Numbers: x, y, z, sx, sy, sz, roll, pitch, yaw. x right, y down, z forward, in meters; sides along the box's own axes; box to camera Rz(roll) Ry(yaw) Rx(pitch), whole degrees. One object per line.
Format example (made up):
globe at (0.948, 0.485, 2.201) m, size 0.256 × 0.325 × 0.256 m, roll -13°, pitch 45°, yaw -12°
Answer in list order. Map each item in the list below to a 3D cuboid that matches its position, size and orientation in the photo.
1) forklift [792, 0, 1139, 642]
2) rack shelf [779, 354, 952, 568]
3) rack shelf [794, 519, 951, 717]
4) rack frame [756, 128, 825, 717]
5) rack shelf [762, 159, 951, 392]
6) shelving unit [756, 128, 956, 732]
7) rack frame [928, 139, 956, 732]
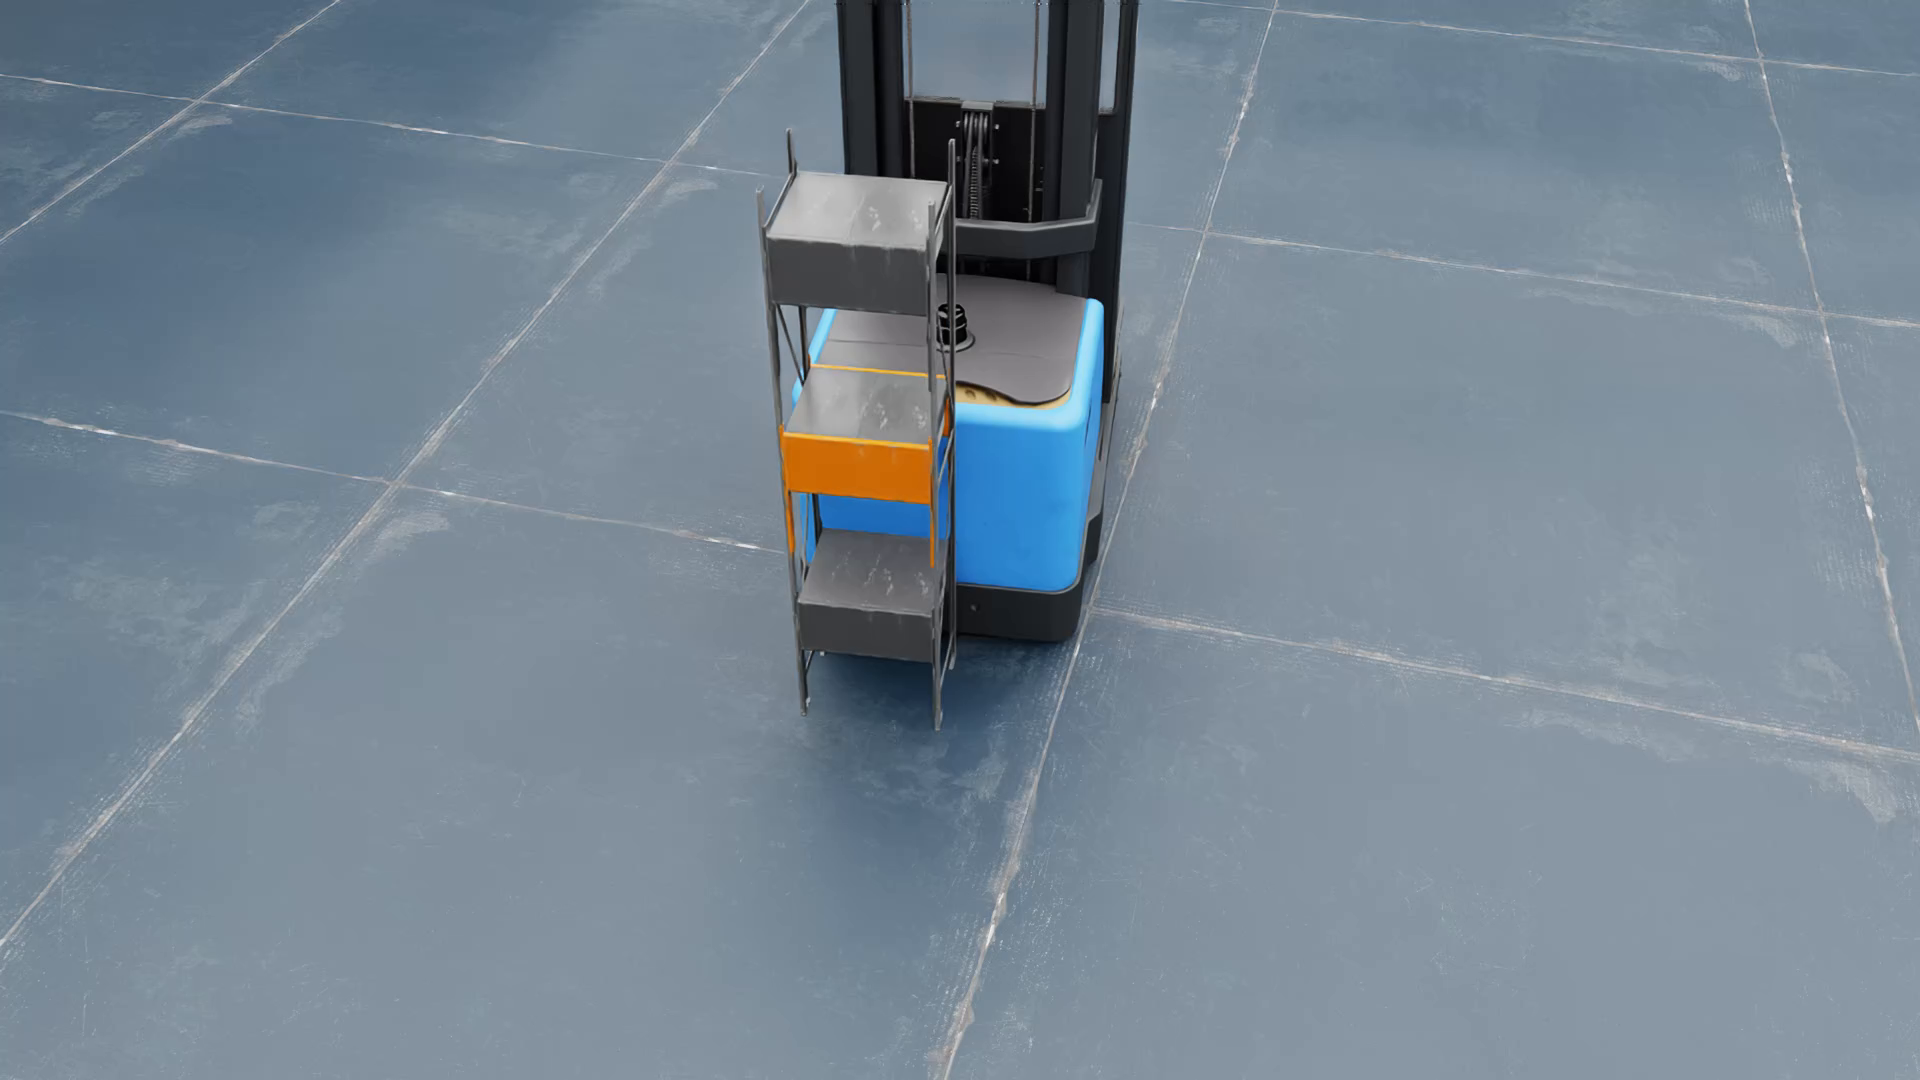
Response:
forklift at (0.136, -1.693, 6.487) m, size 1.130 × 2.935 × 3.031 m, roll 6°, pitch 40°, yaw 7°
rack shelf at (-0.293, -0.260, 5.449) m, size 0.480 × 0.518 × 0.431 m, roll 6°, pitch 40°, yaw 7°
rack shelf at (-0.293, 0.276, 5.899) m, size 0.480 × 0.518 × 0.431 m, roll 6°, pitch 40°, yaw 7°
rack frame at (-0.534, -0.295, 5.468) m, size 0.015 × 2.100 × 0.400 m, roll 6°, pitch 40°, yaw 7°
rack shelf at (-0.293, -0.796, 4.998) m, size 0.480 × 0.518 × 0.431 m, roll 6°, pitch 40°, yaw 7°
shelving unit at (-0.293, -0.271, 5.440) m, size 0.503 × 2.100 × 0.431 m, roll 6°, pitch 40°, yaw 7°
rack frame at (-0.051, -0.247, 5.412) m, size 0.015 × 2.100 × 0.400 m, roll 6°, pitch 40°, yaw 7°
